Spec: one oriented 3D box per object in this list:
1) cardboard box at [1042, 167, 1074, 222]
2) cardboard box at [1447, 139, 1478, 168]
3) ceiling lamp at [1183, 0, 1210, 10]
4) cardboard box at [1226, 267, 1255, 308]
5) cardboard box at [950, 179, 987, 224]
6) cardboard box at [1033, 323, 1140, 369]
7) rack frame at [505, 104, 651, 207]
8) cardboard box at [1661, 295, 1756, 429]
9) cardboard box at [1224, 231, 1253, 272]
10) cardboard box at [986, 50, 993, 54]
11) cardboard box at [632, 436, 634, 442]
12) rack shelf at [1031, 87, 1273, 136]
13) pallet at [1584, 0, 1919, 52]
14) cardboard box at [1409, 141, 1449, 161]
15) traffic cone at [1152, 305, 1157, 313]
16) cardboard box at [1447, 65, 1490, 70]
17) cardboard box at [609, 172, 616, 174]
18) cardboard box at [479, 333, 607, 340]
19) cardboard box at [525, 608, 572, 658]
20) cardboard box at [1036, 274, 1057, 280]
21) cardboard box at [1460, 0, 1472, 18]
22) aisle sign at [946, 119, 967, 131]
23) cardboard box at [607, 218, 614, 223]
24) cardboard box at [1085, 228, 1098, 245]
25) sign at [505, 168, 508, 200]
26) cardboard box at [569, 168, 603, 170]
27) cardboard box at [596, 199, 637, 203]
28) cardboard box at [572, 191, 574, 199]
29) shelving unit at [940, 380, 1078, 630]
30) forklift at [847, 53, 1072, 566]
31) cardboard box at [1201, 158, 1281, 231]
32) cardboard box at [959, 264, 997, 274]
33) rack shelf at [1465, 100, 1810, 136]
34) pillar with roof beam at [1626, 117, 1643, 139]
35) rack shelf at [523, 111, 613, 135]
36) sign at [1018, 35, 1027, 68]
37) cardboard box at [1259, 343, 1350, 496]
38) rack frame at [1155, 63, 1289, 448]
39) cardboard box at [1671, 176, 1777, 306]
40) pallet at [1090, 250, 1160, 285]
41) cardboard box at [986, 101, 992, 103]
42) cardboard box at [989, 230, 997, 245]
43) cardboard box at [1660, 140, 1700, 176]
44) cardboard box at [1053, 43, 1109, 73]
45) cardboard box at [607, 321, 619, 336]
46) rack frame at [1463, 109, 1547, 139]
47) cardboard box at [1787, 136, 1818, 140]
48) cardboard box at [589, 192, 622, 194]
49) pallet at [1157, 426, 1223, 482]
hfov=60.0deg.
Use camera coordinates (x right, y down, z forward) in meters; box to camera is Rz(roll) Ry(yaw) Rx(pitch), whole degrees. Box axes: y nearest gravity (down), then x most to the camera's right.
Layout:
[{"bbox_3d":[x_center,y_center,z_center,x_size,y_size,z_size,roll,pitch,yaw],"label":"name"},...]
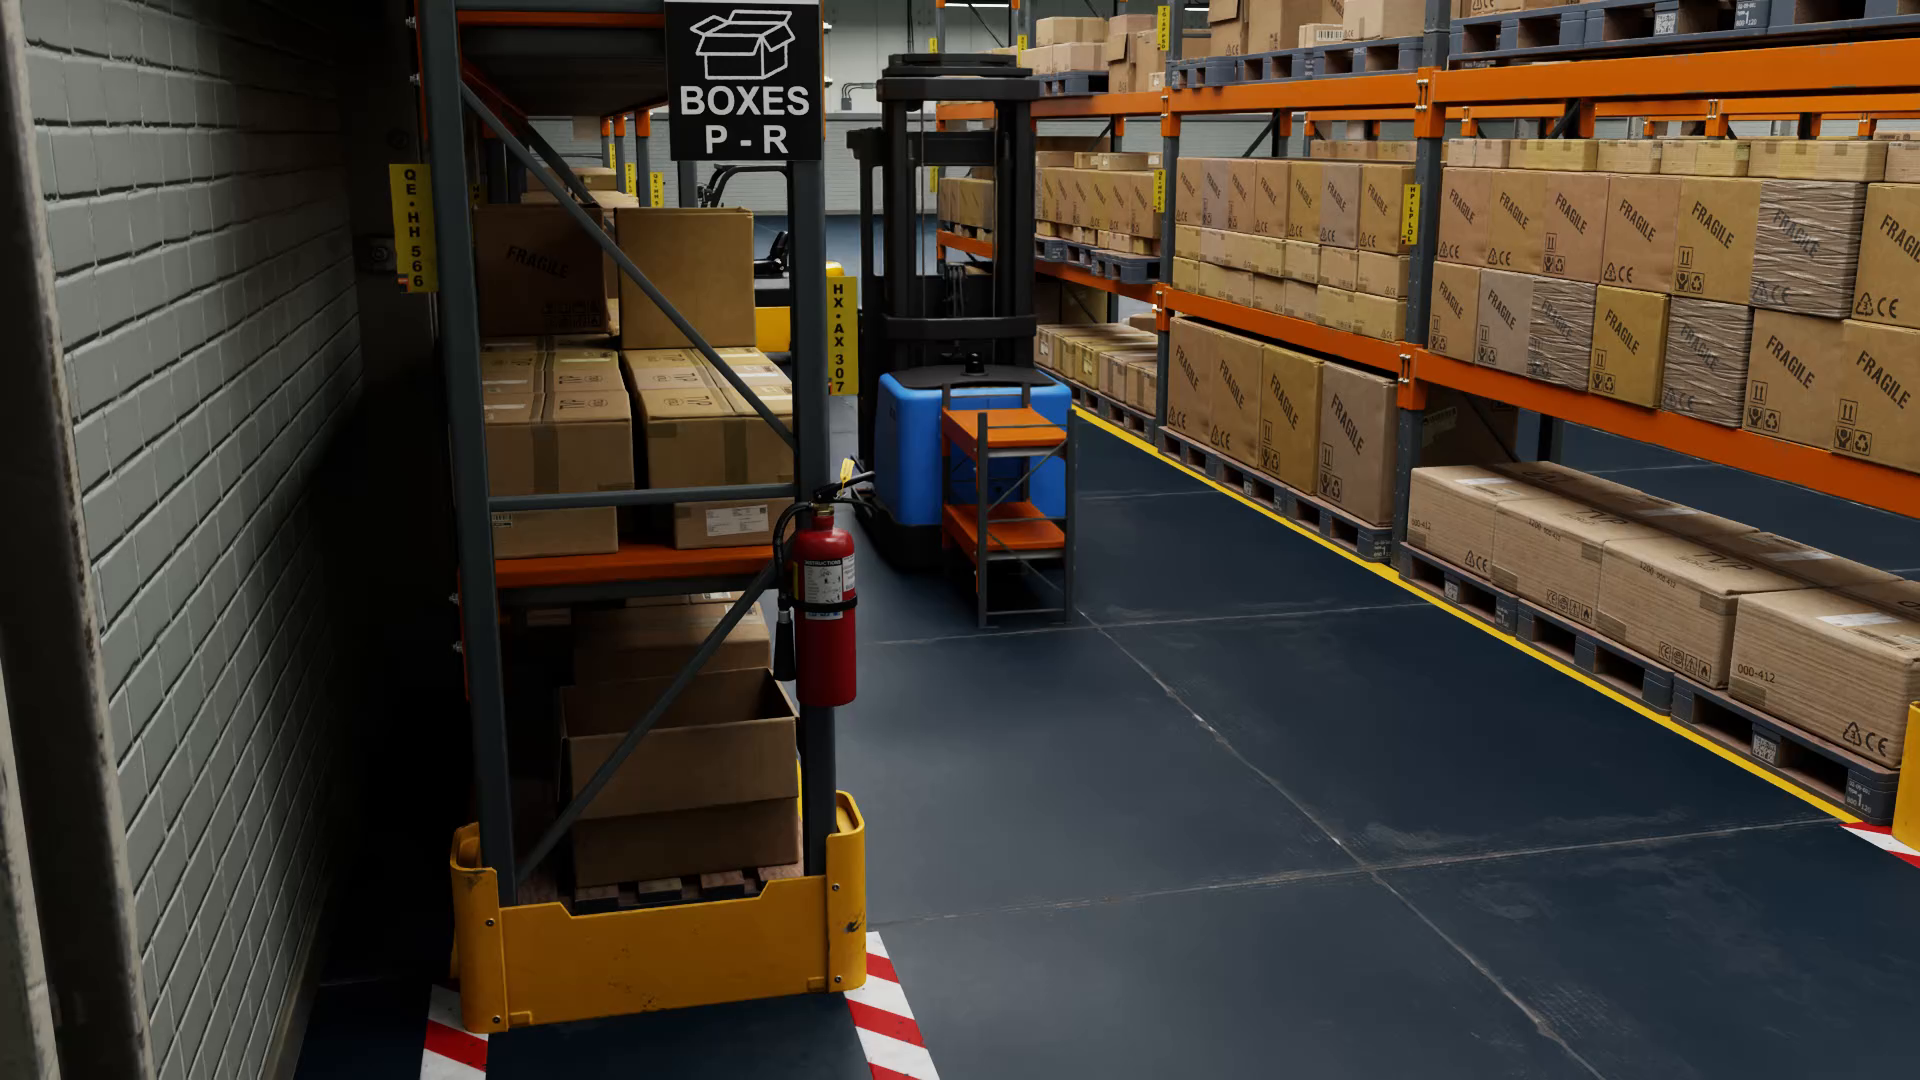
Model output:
[{"bbox_3d":[1.096,-3.314,15.949,0.500,0.500,0.500,-3,14,-13],"label":"cardboard box"},{"bbox_3d":[2.847,-2.073,8.908,0.380,0.149,0.250,-3,14,-14],"label":"cardboard box"},{"bbox_3d":[7.195,-16.440,46.459,2.000,3.185,0.800,-3,14,-13],"label":"ceiling lamp"},{"bbox_3d":[2.212,-1.795,11.771,0.500,0.250,0.500,-3,14,-11],"label":"cardboard box"},{"bbox_3d":[0.174,-4.028,19.758,0.500,0.500,0.500,-3,14,-11],"label":"cardboard box"},{"bbox_3d":[1.272,-1.963,16.794,0.950,0.372,0.625,-3,14,-12],"label":"cardboard box"},{"bbox_3d":[-2.738,-1.956,12.114,1.000,3.000,0.127,-3,14,-13],"label":"rack frame"},{"bbox_3d":[3.361,-0.768,7.040,0.500,0.500,0.500,-3,14,-12],"label":"cardboard box"},{"bbox_3d":[2.190,-2.038,11.712,0.500,0.250,0.500,-3,14,-13],"label":"cardboard box"},{"bbox_3d":[0.490,-5.236,18.065,0.380,0.149,0.250,-3,14,-13],"label":"cardboard box"},{"bbox_3d":[-1.133,-0.495,6.662,0.380,0.149,0.250,-3,14,-13],"label":"cardboard box"},{"bbox_3d":[1.616,-3.803,14.868,1.077,0.370,4.000,-3,14,-13],"label":"rack shelf"},{"bbox_3d":[3.491,-2.255,7.203,1.003,0.211,1.213,-3,14,-13],"label":"pallet"},{"bbox_3d":[5.639,-4.261,18.955,0.875,0.550,0.550,-3,14,-13],"label":"cardboard box"},{"bbox_3d":[2.561,-2.960,21.568,0.336,0.463,0.334,-3,14,-13],"label":"traffic cone"},{"bbox_3d":[5.538,-5.110,18.135,0.380,0.149,0.250,-3,14,-13],"label":"cardboard box"},{"bbox_3d":[-3.642,-3.656,16.867,0.380,0.149,0.250,-3,14,-12],"label":"cardboard box"},{"bbox_3d":[-1.701,-0.741,6.830,0.500,0.250,0.500,-3,14,-12],"label":"cardboard box"},{"bbox_3d":[-1.771,0.413,7.538,0.380,0.149,0.250,-3,14,-14],"label":"cardboard box"},{"bbox_3d":[1.133,-2.663,18.336,0.500,0.500,0.500,-3,14,-11],"label":"cardboard box"},{"bbox_3d":[3.101,-3.240,9.954,0.500,0.500,0.500,-4,14,-14],"label":"cardboard box"},{"bbox_3d":[-0.109,-5.339,20.483,0.394,0.787,0.004,-3,14,-13],"label":"aisle sign"},{"bbox_3d":[-1.816,-1.530,9.272,0.700,0.500,0.500,-3,14,-13],"label":"cardboard box"},{"bbox_3d":[1.340,-2.731,14.931,0.380,0.149,0.250,-4,14,-15],"label":"cardboard box"},{"bbox_3d":[-3.277,-2.487,11.847,0.100,0.325,0.005,-3,14,-13],"label":"sign"},{"bbox_3d":[-4.166,-4.063,18.535,0.380,0.149,0.250,-3,14,-13],"label":"cardboard box"},{"bbox_3d":[-2.840,-2.707,13.610,0.380,0.149,0.250,-3,14,-12],"label":"cardboard box"},{"bbox_3d":[-3.967,-3.744,17.854,0.380,0.149,0.250,-3,14,-14],"label":"cardboard box"},{"bbox_3d":[0.243,-0.219,8.952,0.538,1.125,1.048,-3,14,-10],"label":"shelving unit"},{"bbox_3d":[-0.122,-1.576,10.701,1.130,2.935,3.031,-3,14,-10],"label":"forklift"},{"bbox_3d":[2.090,-2.527,12.132,0.500,0.500,0.500,-3,14,-13],"label":"cardboard box"},{"bbox_3d":[0.261,-2.985,19.652,0.500,0.500,0.500,-4,14,-15],"label":"cardboard box"},{"bbox_3d":[6.404,-4.102,16.093,1.077,0.370,4.000,-3,14,-13],"label":"rack shelf"},{"bbox_3d":[15.469,-13.558,46.960,9.100,9.000,0.548,-3,14,-13],"label":"pillar with roof beam"},{"bbox_3d":[-4.147,-4.448,17.509,1.077,0.370,4.000,-3,14,-13],"label":"rack shelf"},{"bbox_3d":[0.621,-4.833,16.479,0.100,0.325,0.005,-3,14,-13],"label":"sign"},{"bbox_3d":[2.583,-0.829,11.094,0.875,0.875,0.875,-3,14,-12],"label":"cardboard box"},{"bbox_3d":[2.086,-2.234,13.250,1.000,3.000,0.127,-3,14,-13],"label":"rack frame"},{"bbox_3d":[3.356,-1.254,6.921,0.500,0.500,0.500,-3,14,-13],"label":"cardboard box"},{"bbox_3d":[1.815,-2.299,13.921,1.213,0.211,1.003,-3,14,-13],"label":"pallet"},{"bbox_3d":[0.506,-4.909,18.411,0.380,0.149,0.250,-3,14,-14],"label":"cardboard box"},{"bbox_3d":[0.533,-3.326,18.249,0.380,0.149,0.250,-3,14,-14],"label":"cardboard box"},{"bbox_3d":[3.290,-1.662,7.226,0.380,0.149,0.250,-3,14,-11],"label":"cardboard box"},{"bbox_3d":[1.154,-4.356,15.047,0.500,0.250,0.500,-3,14,-14],"label":"cardboard box"},{"bbox_3d":[-1.205,-0.771,6.951,0.500,0.250,0.500,-3,14,-14],"label":"cardboard box"},{"bbox_3d":[5.935,-3.456,18.252,1.000,3.000,0.127,-3,14,-13],"label":"rack frame"},{"bbox_3d":[10.288,-4.591,19.956,0.500,0.500,0.500,-3,14,-13],"label":"cardboard box"},{"bbox_3d":[-3.303,-3.118,15.291,0.380,0.149,0.250,-3,14,-14],"label":"cardboard box"},{"bbox_3d":[2.198,-0.693,12.819,1.003,0.211,1.213,-3,14,-13],"label":"pallet"}]
